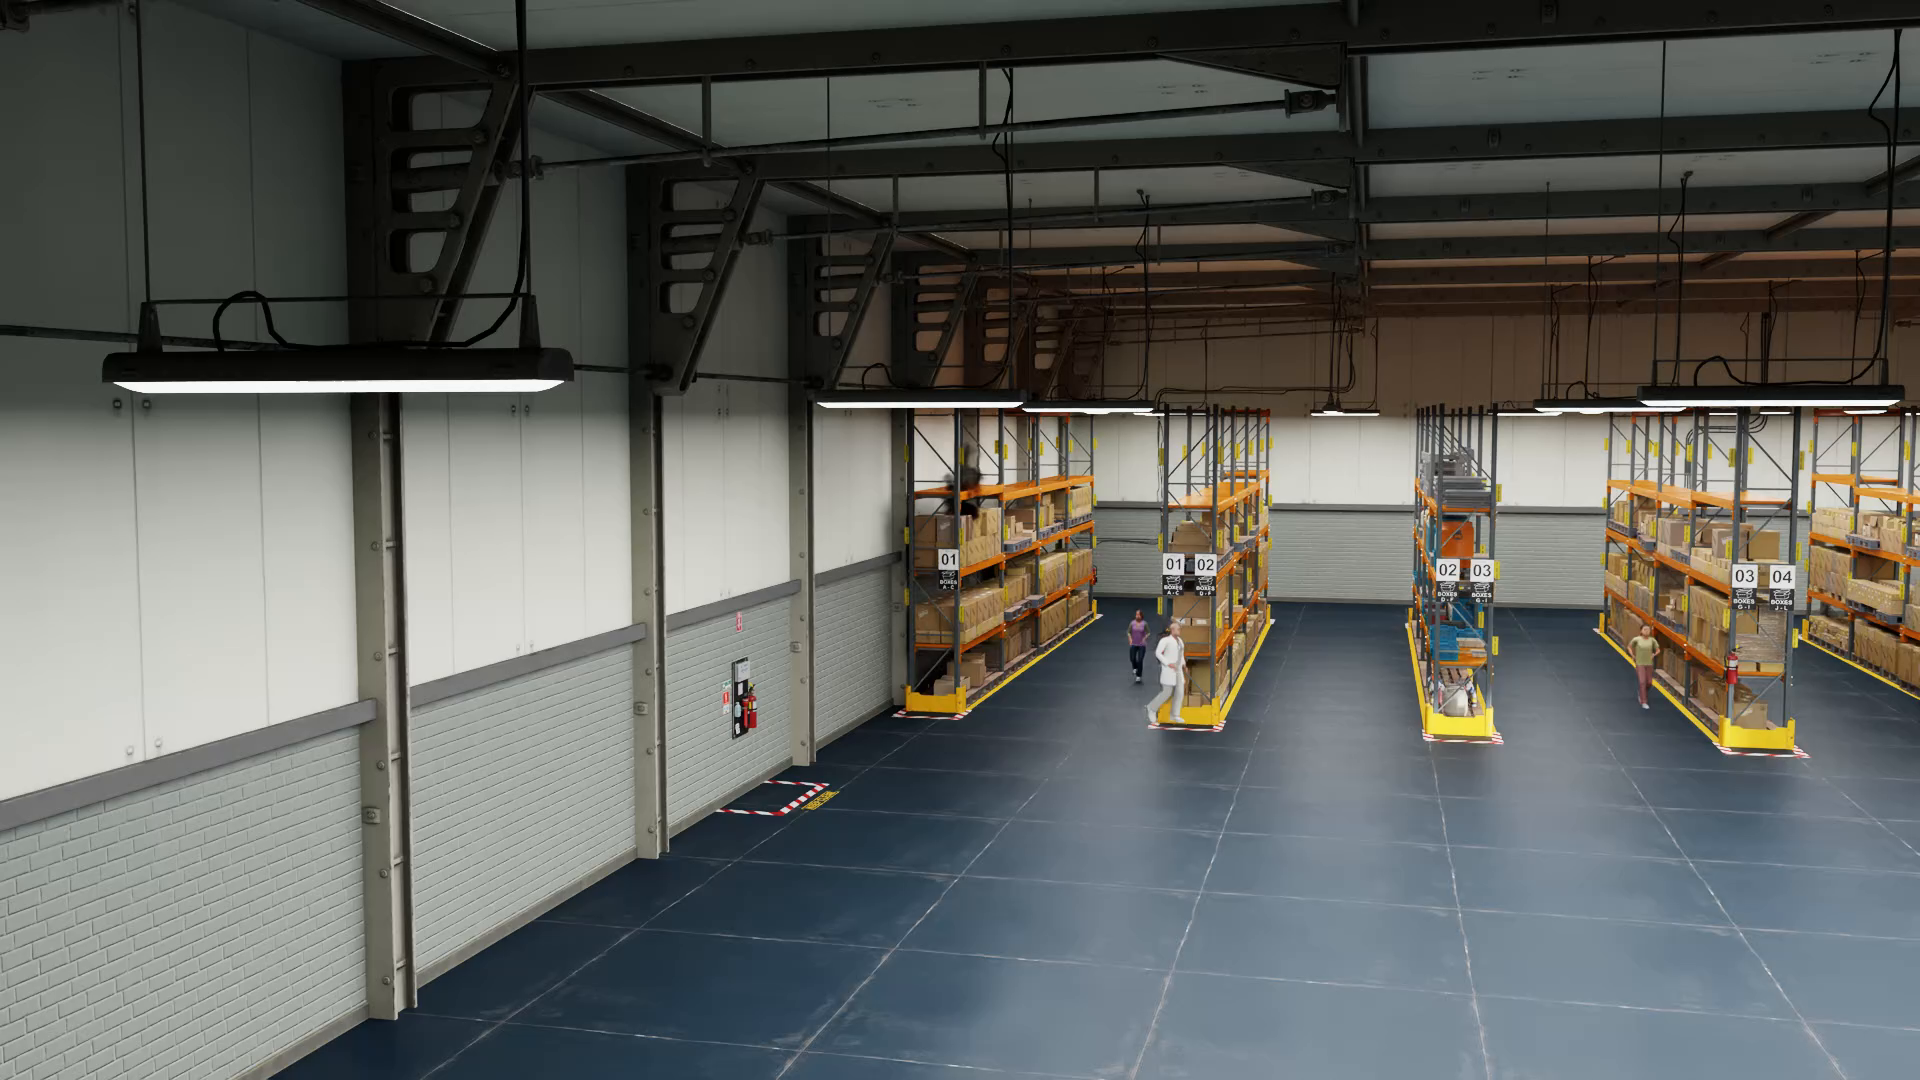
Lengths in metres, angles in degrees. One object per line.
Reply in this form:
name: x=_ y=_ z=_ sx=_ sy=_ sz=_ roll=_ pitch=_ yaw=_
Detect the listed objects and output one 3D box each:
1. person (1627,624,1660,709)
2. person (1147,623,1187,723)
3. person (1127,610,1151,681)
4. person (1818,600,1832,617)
person: x=13.590 y=2.485 z=33.007 sx=0.597 sy=1.656 sz=0.755 roll=0 pitch=4 yaw=7
person: x=3.838 y=2.395 z=29.975 sx=0.768 sy=1.786 sz=0.823 roll=-4 pitch=6 yaw=-45
person: x=3.883 y=2.306 z=36.258 sx=0.534 sy=1.554 sz=0.552 roll=1 pitch=4 yaw=13
person: x=23.079 y=1.676 z=44.285 sx=0.742 sy=1.700 sz=0.560 roll=0 pitch=4 yaw=-4
